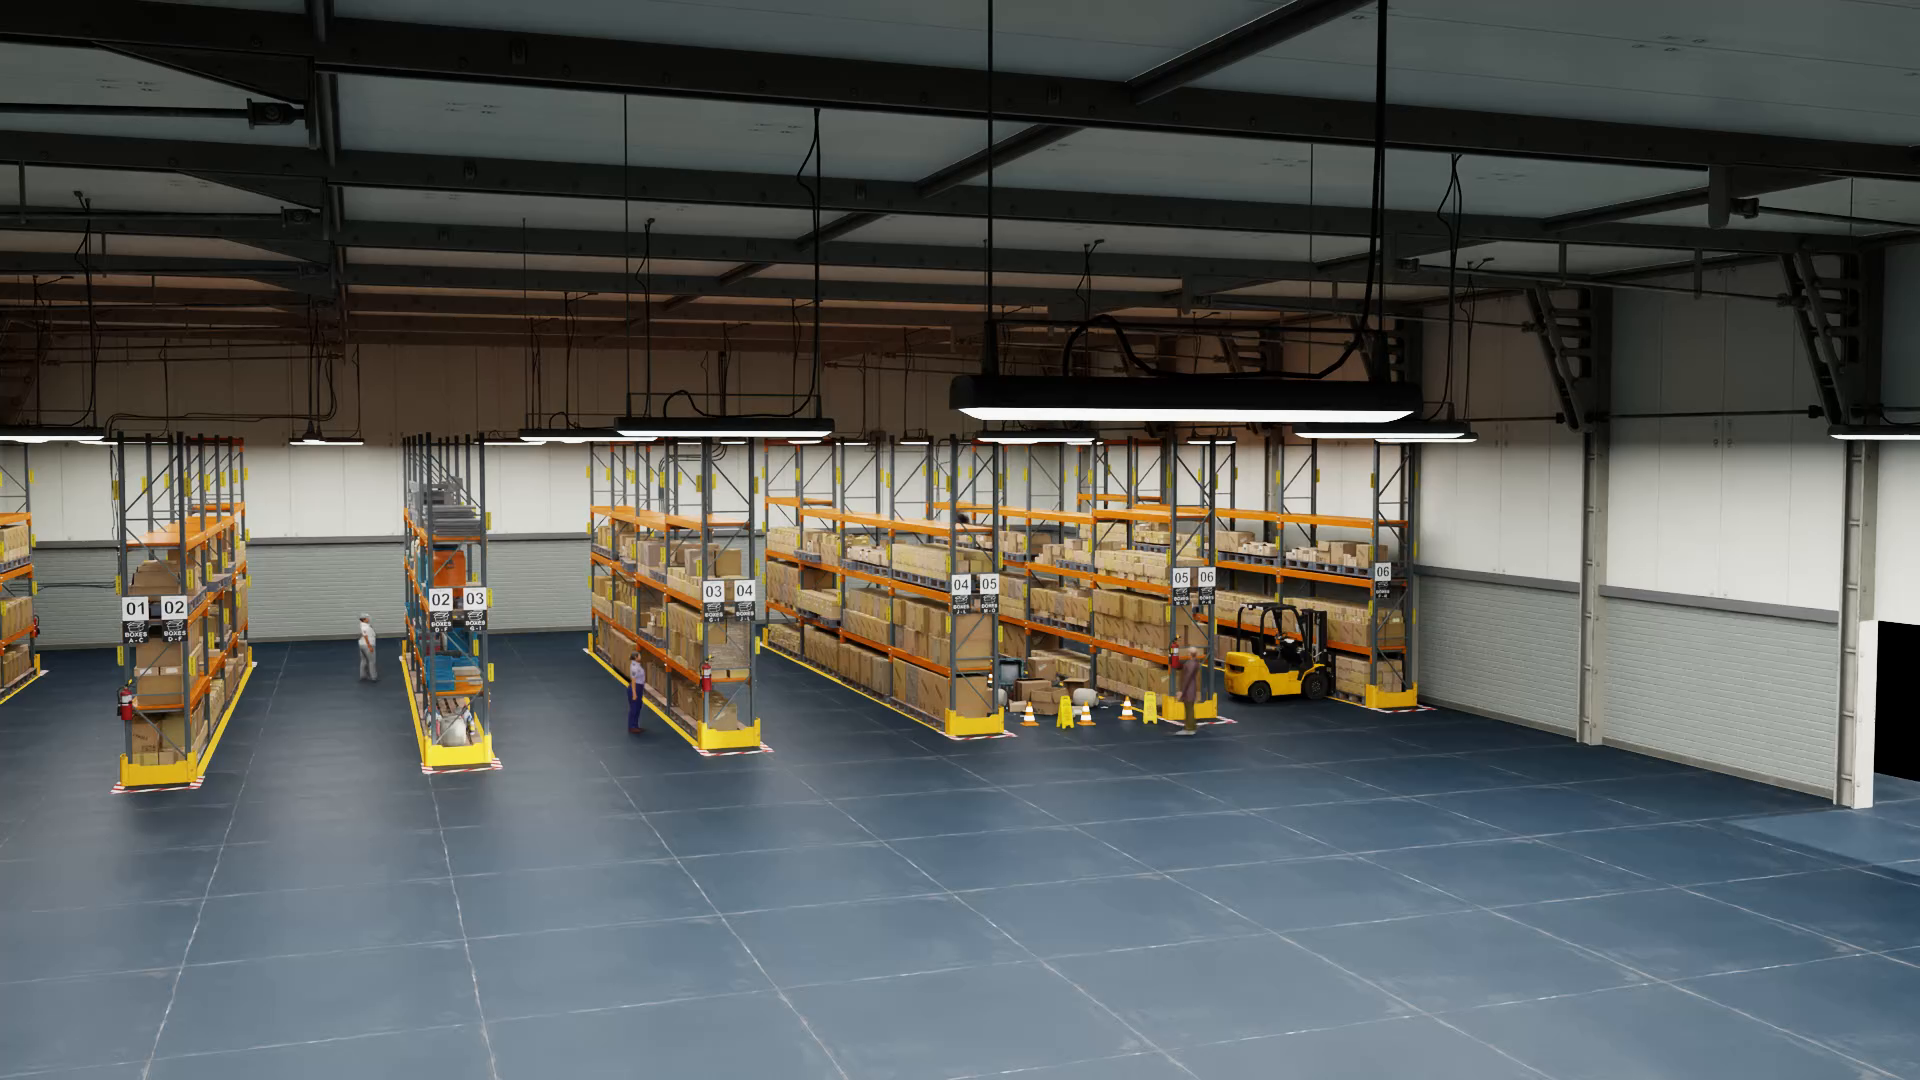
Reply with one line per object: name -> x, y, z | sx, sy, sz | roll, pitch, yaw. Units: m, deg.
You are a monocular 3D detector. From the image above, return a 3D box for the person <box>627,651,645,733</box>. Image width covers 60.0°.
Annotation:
person -> -6.511, 3.046, 33.461 | 0.347, 1.657, 0.577 | 0, 3, -5

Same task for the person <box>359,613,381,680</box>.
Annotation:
person -> -14.525, 2.627, 40.892 | 0.450, 1.659, 0.562 | -3, 4, -39

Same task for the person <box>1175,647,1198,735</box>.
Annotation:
person -> 4.523, 3.000, 33.175 | 0.459, 1.782, 0.673 | 0, 3, 6
